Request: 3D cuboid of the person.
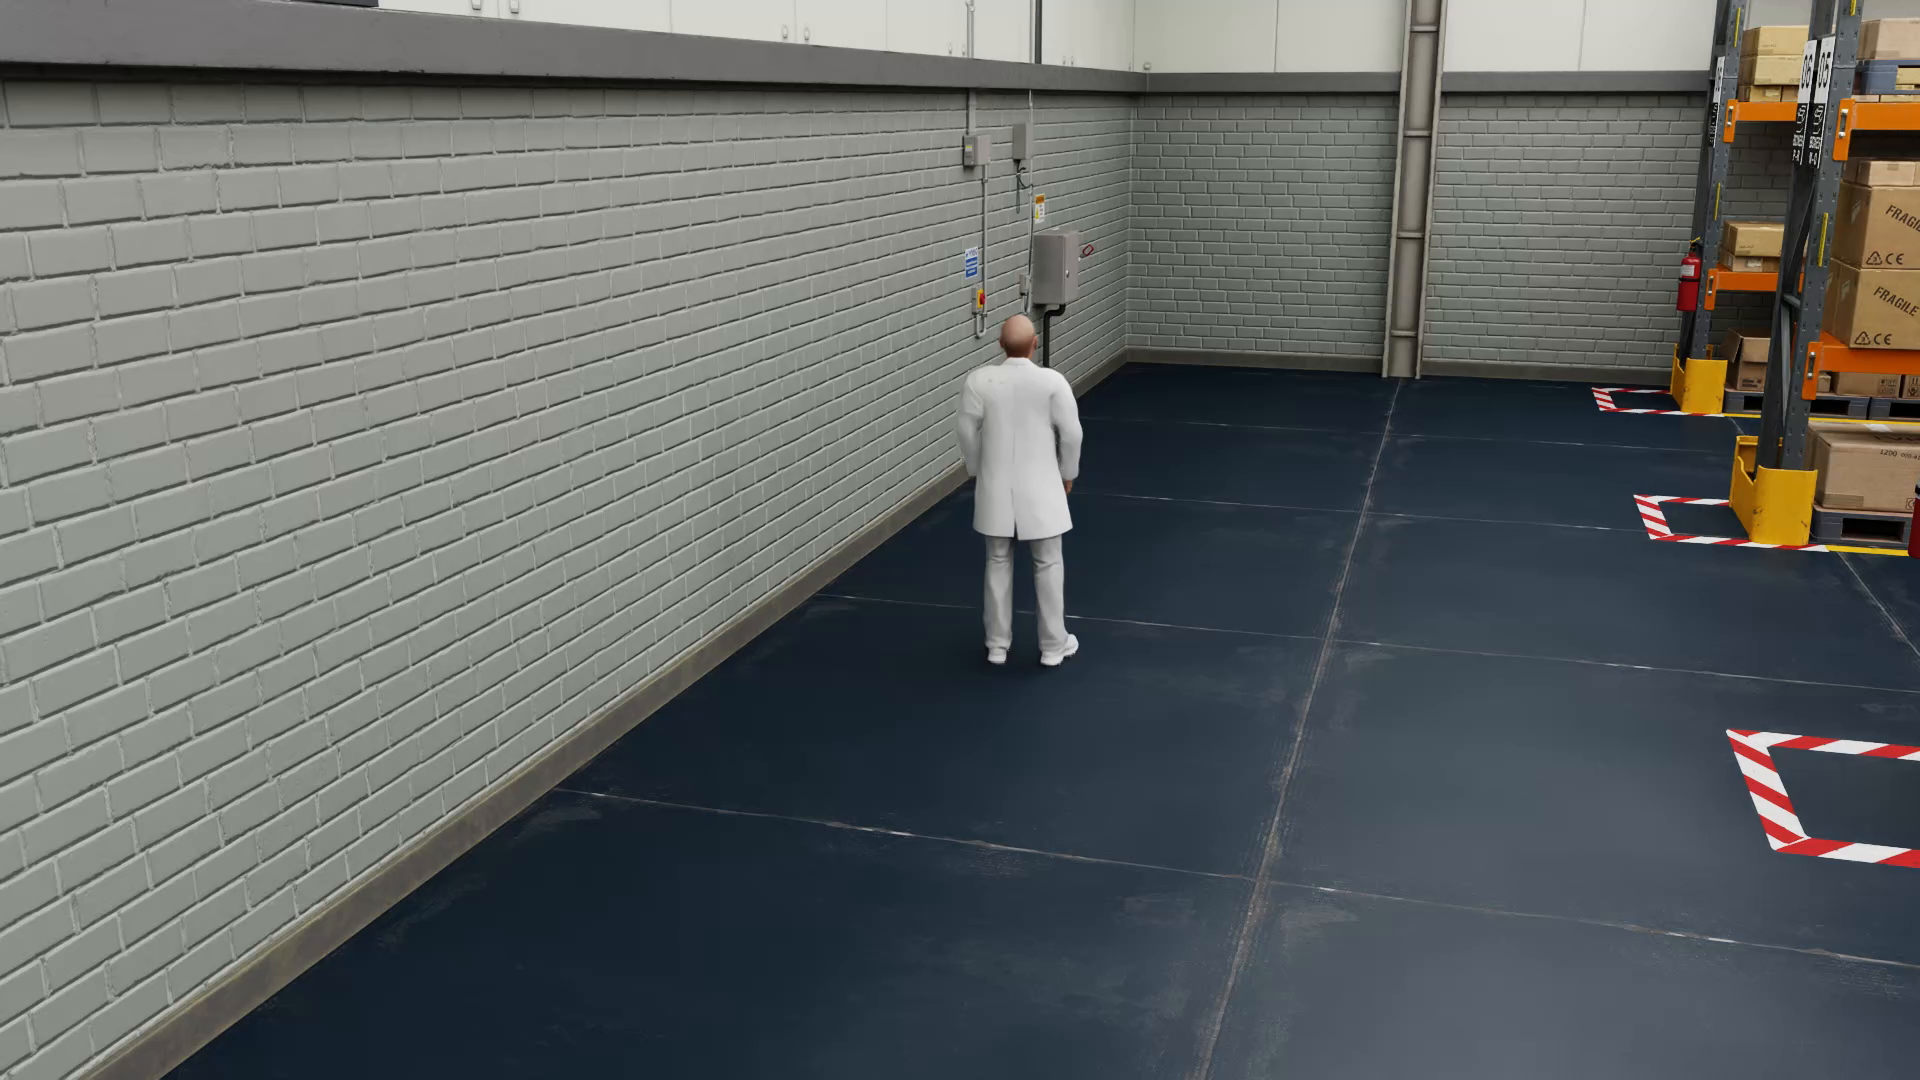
[{"bbox_3d":[0.316,-0.267,8.540,0.651,1.779,0.436,4,15,16],"label":"person"}]
